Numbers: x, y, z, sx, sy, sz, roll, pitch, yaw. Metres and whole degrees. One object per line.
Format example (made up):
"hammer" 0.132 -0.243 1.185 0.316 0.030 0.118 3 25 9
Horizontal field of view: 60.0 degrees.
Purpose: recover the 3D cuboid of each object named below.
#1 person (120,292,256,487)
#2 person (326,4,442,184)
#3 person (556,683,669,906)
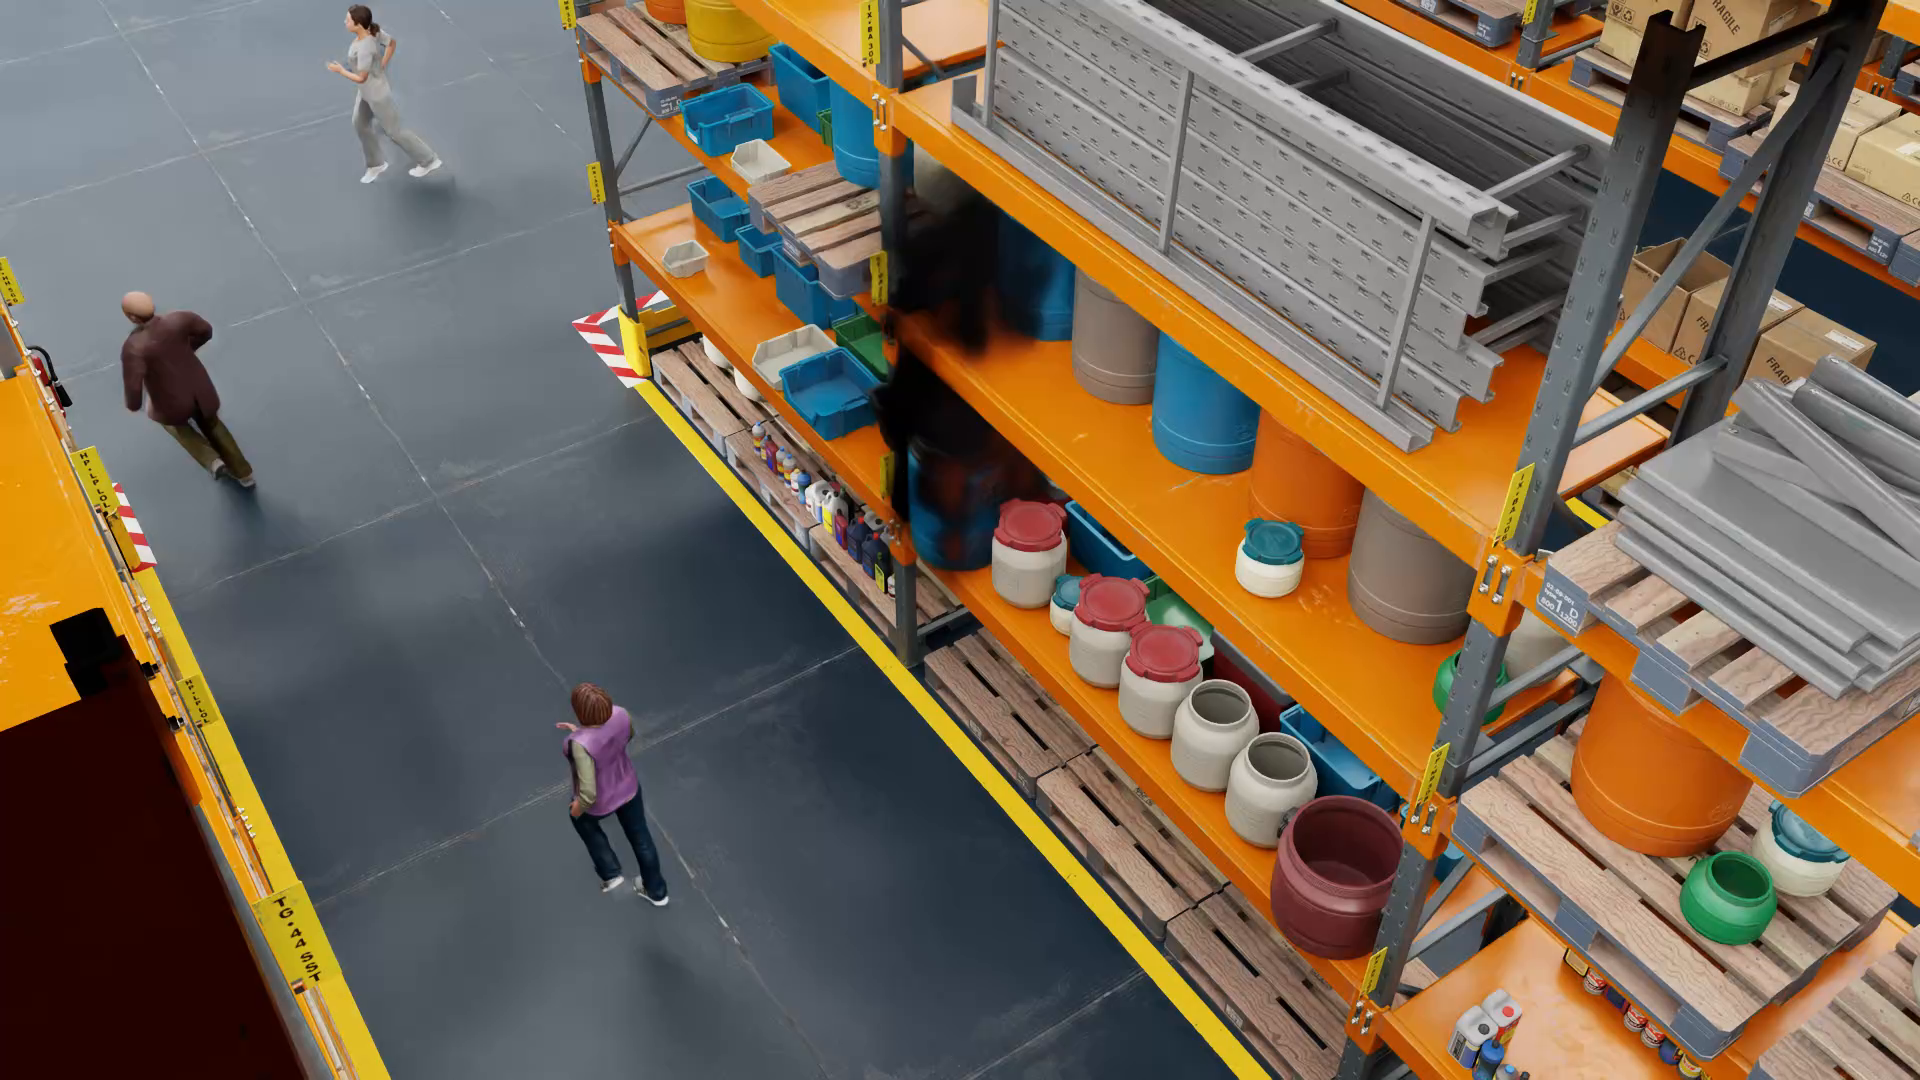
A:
"person" -5.497 -1.045 11.619 0.608 1.732 0.790 26 49 25
"person" -5.171 -3.950 14.813 0.746 1.725 0.536 -11 44 -12
"person" -1.864 1.345 8.727 0.659 1.631 0.508 33 52 31
